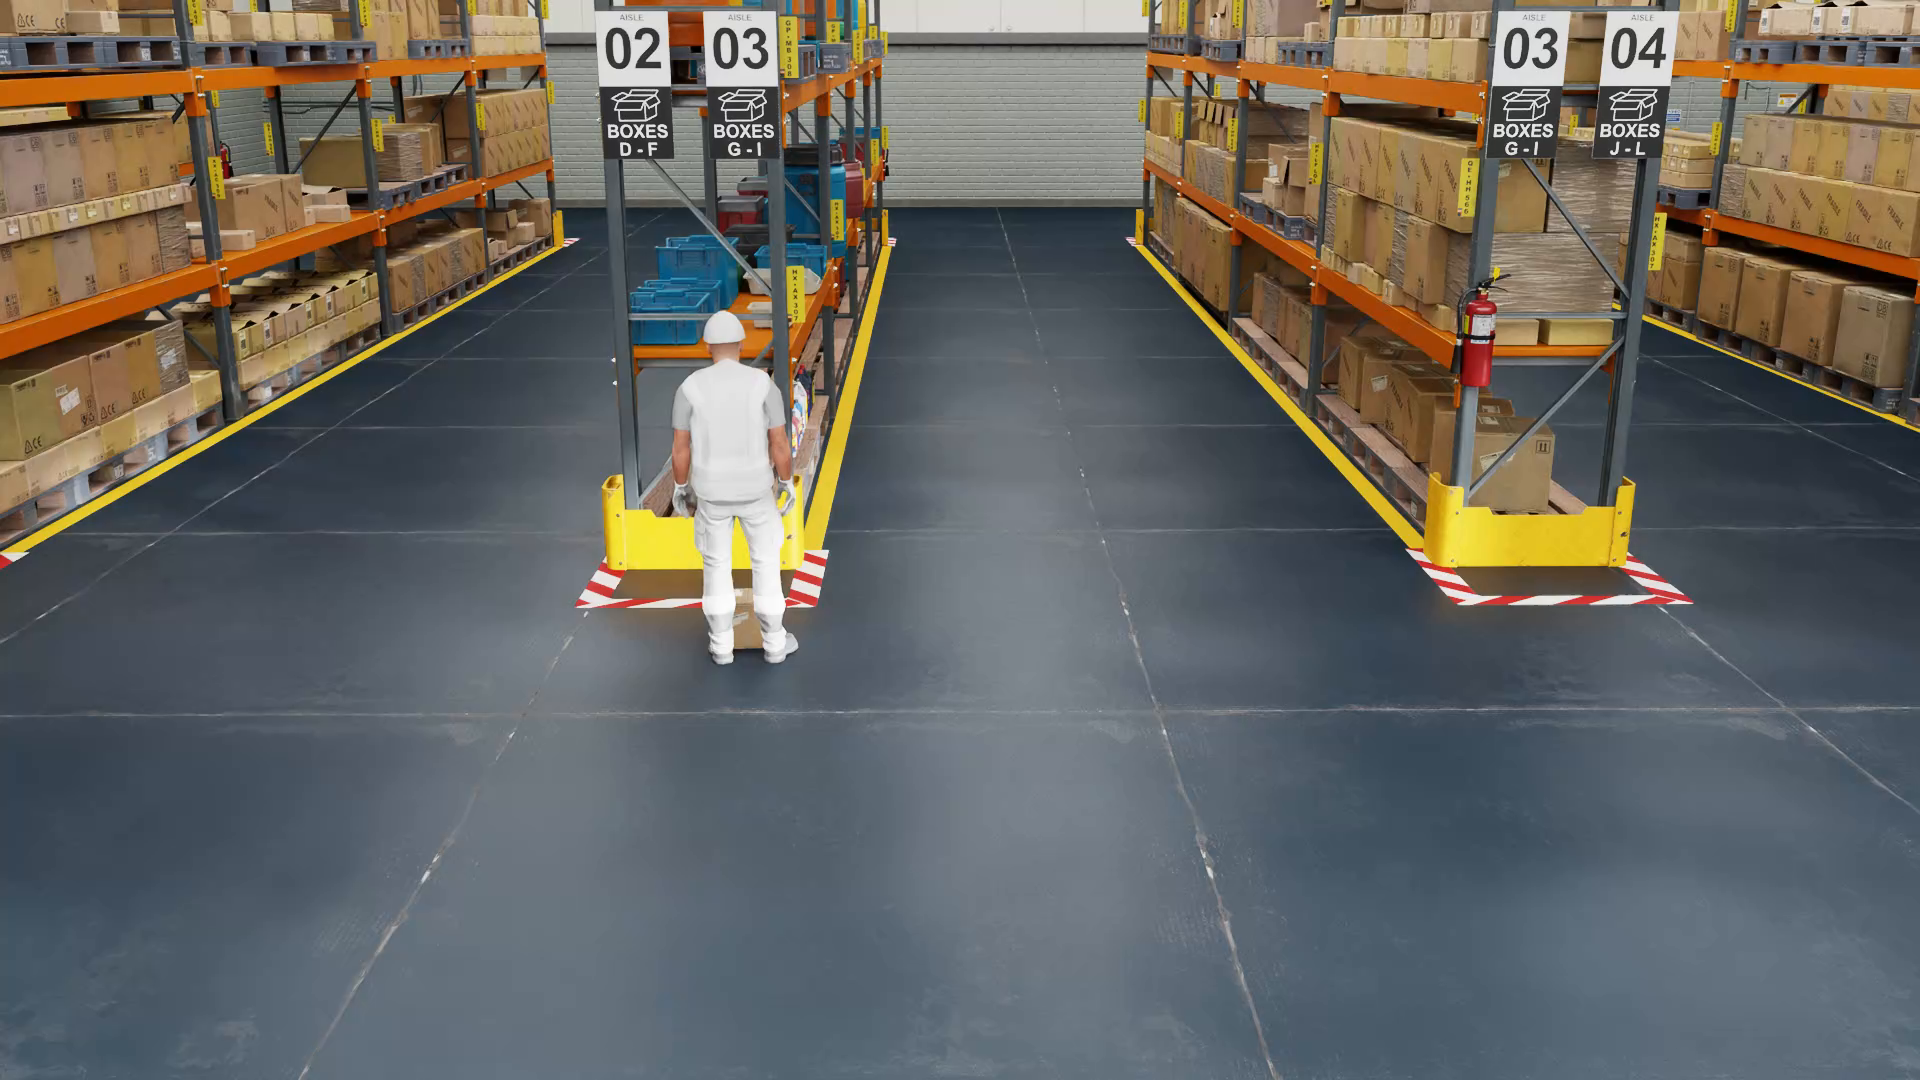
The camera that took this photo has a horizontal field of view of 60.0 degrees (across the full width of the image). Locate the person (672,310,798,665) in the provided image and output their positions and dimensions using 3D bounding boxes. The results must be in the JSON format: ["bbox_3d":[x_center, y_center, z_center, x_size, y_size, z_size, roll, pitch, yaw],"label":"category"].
[{"bbox_3d":[-1.134,-0.252,8.342,0.622,1.781,0.445,-1,17,-3],"label":"person"}]
